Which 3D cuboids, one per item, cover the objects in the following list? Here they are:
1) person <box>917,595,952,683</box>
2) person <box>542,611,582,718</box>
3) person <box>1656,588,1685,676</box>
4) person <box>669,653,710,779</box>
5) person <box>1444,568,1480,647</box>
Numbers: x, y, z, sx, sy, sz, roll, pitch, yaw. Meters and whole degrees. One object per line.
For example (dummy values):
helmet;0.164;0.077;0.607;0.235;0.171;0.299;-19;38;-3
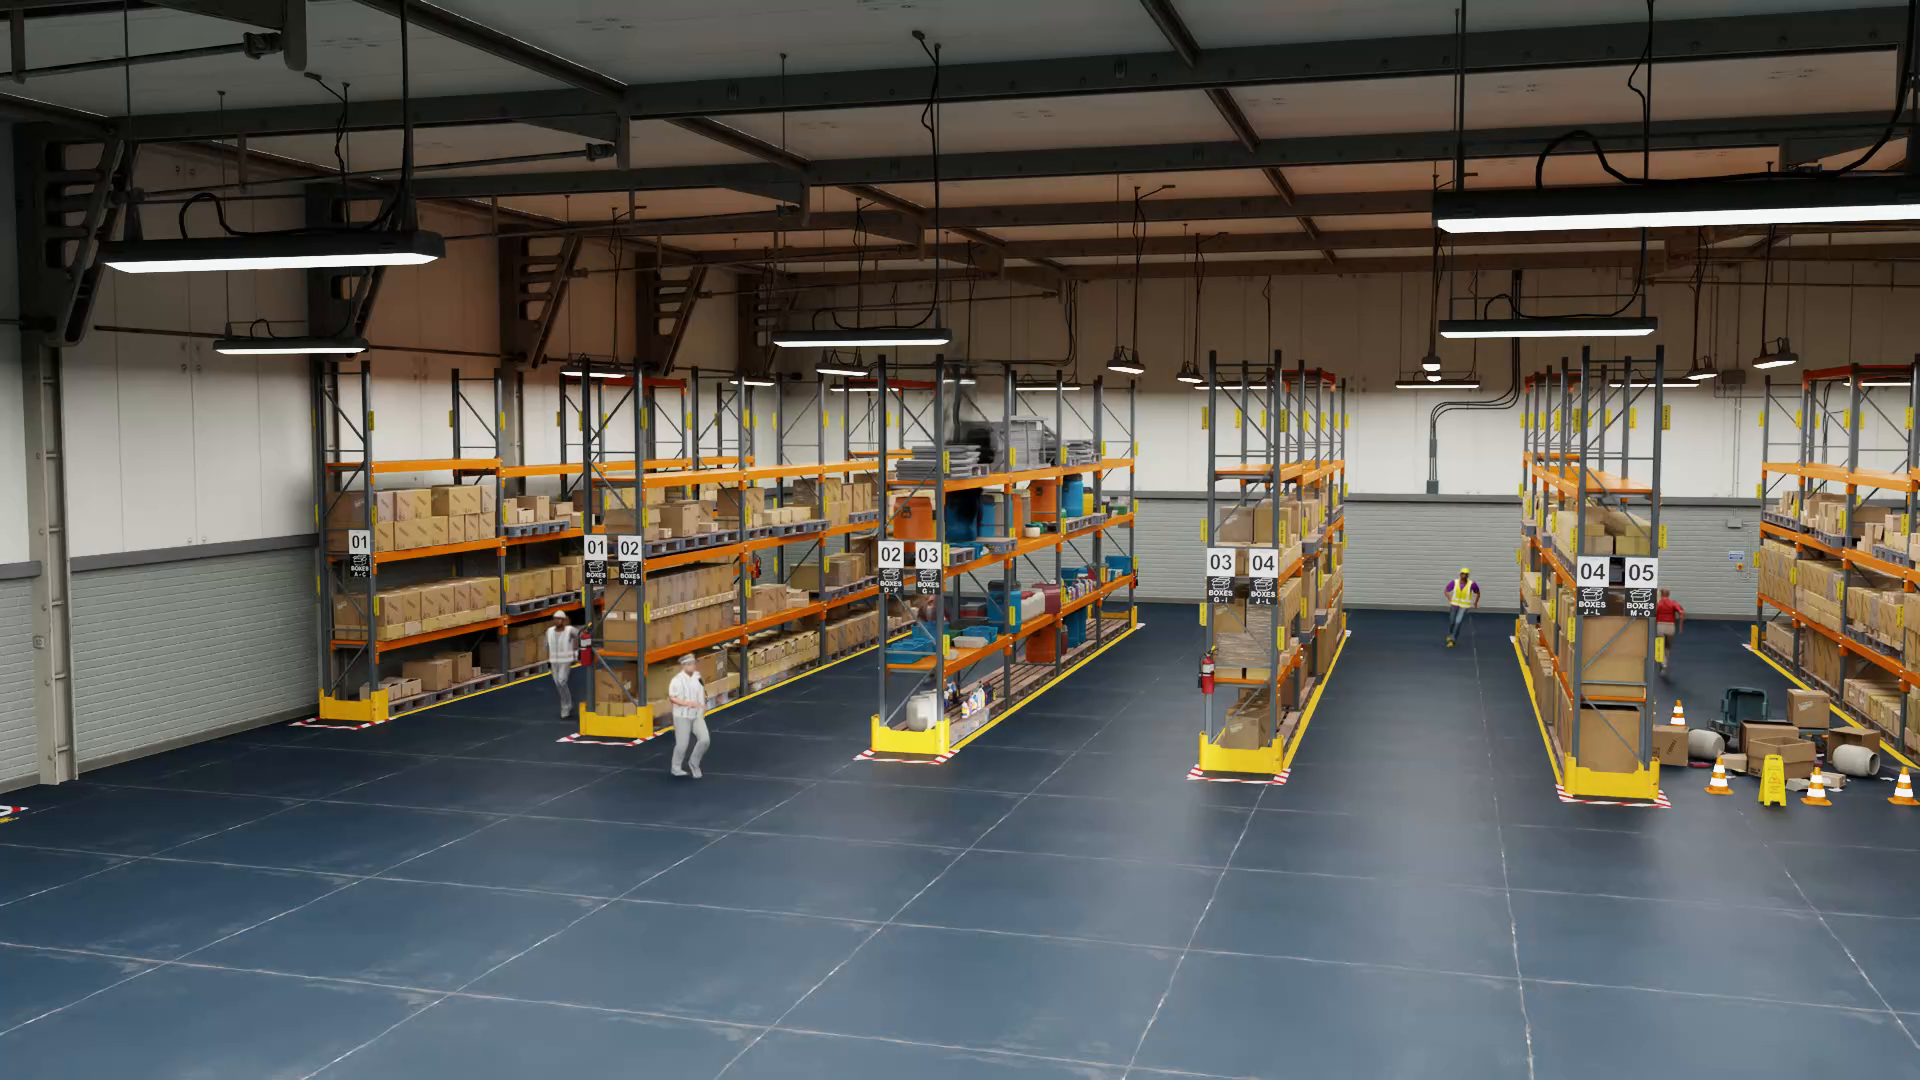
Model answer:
person;-0.508;1.849;32.139;0.717;1.761;0.843;2;4;21
person;-6.766;2.108;28.201;0.653;1.828;0.753;1;4;16
person;13.733;1.797;32.431;0.660;1.723;0.969;1;4;11
person;-3.755;2.476;23.226;0.712;1.816;0.689;4;6;44
person;11.109;1.483;36.910;0.761;1.736;0.969;2;5;27
